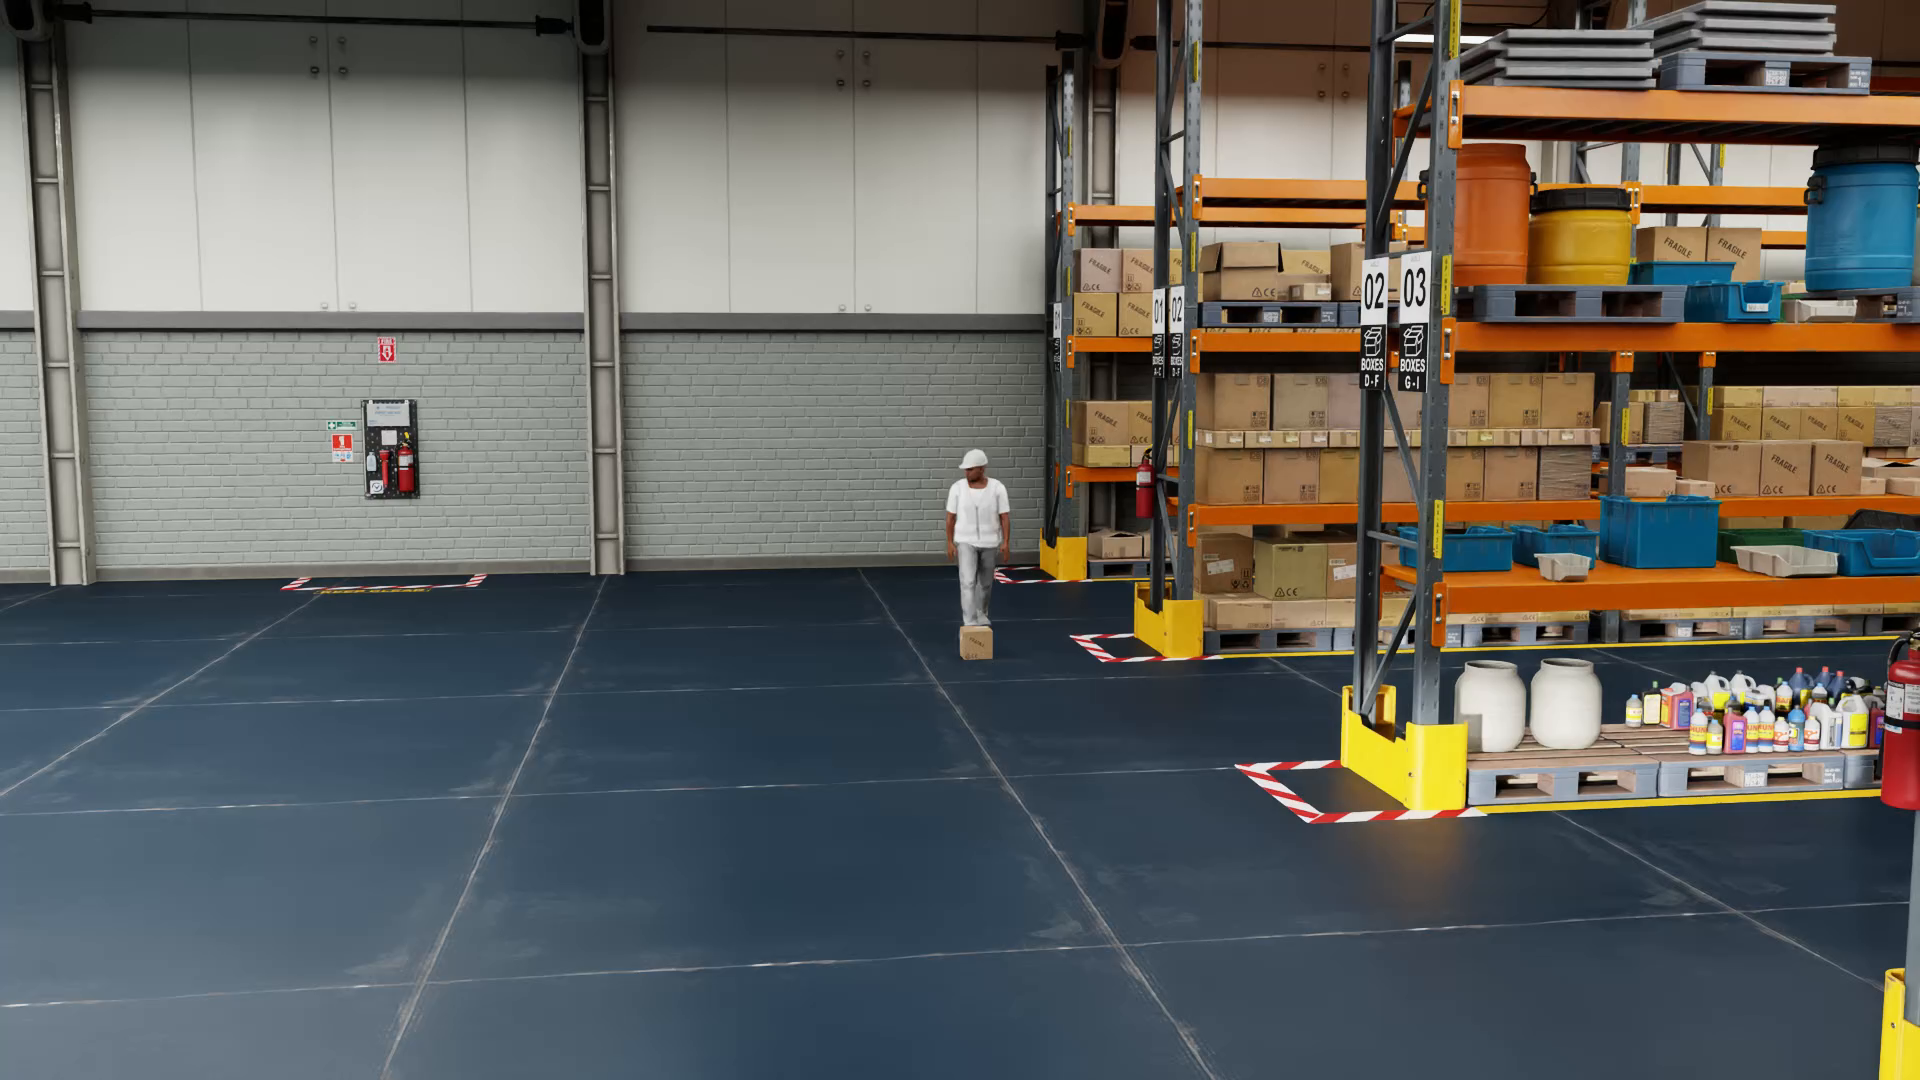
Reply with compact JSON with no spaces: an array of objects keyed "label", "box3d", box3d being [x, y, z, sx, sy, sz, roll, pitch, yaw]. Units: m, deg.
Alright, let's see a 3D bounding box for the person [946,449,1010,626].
[{"label":"person","box3d":[0.170,0.030,15.393,0.584,1.739,0.999,0,6,-4]}]
